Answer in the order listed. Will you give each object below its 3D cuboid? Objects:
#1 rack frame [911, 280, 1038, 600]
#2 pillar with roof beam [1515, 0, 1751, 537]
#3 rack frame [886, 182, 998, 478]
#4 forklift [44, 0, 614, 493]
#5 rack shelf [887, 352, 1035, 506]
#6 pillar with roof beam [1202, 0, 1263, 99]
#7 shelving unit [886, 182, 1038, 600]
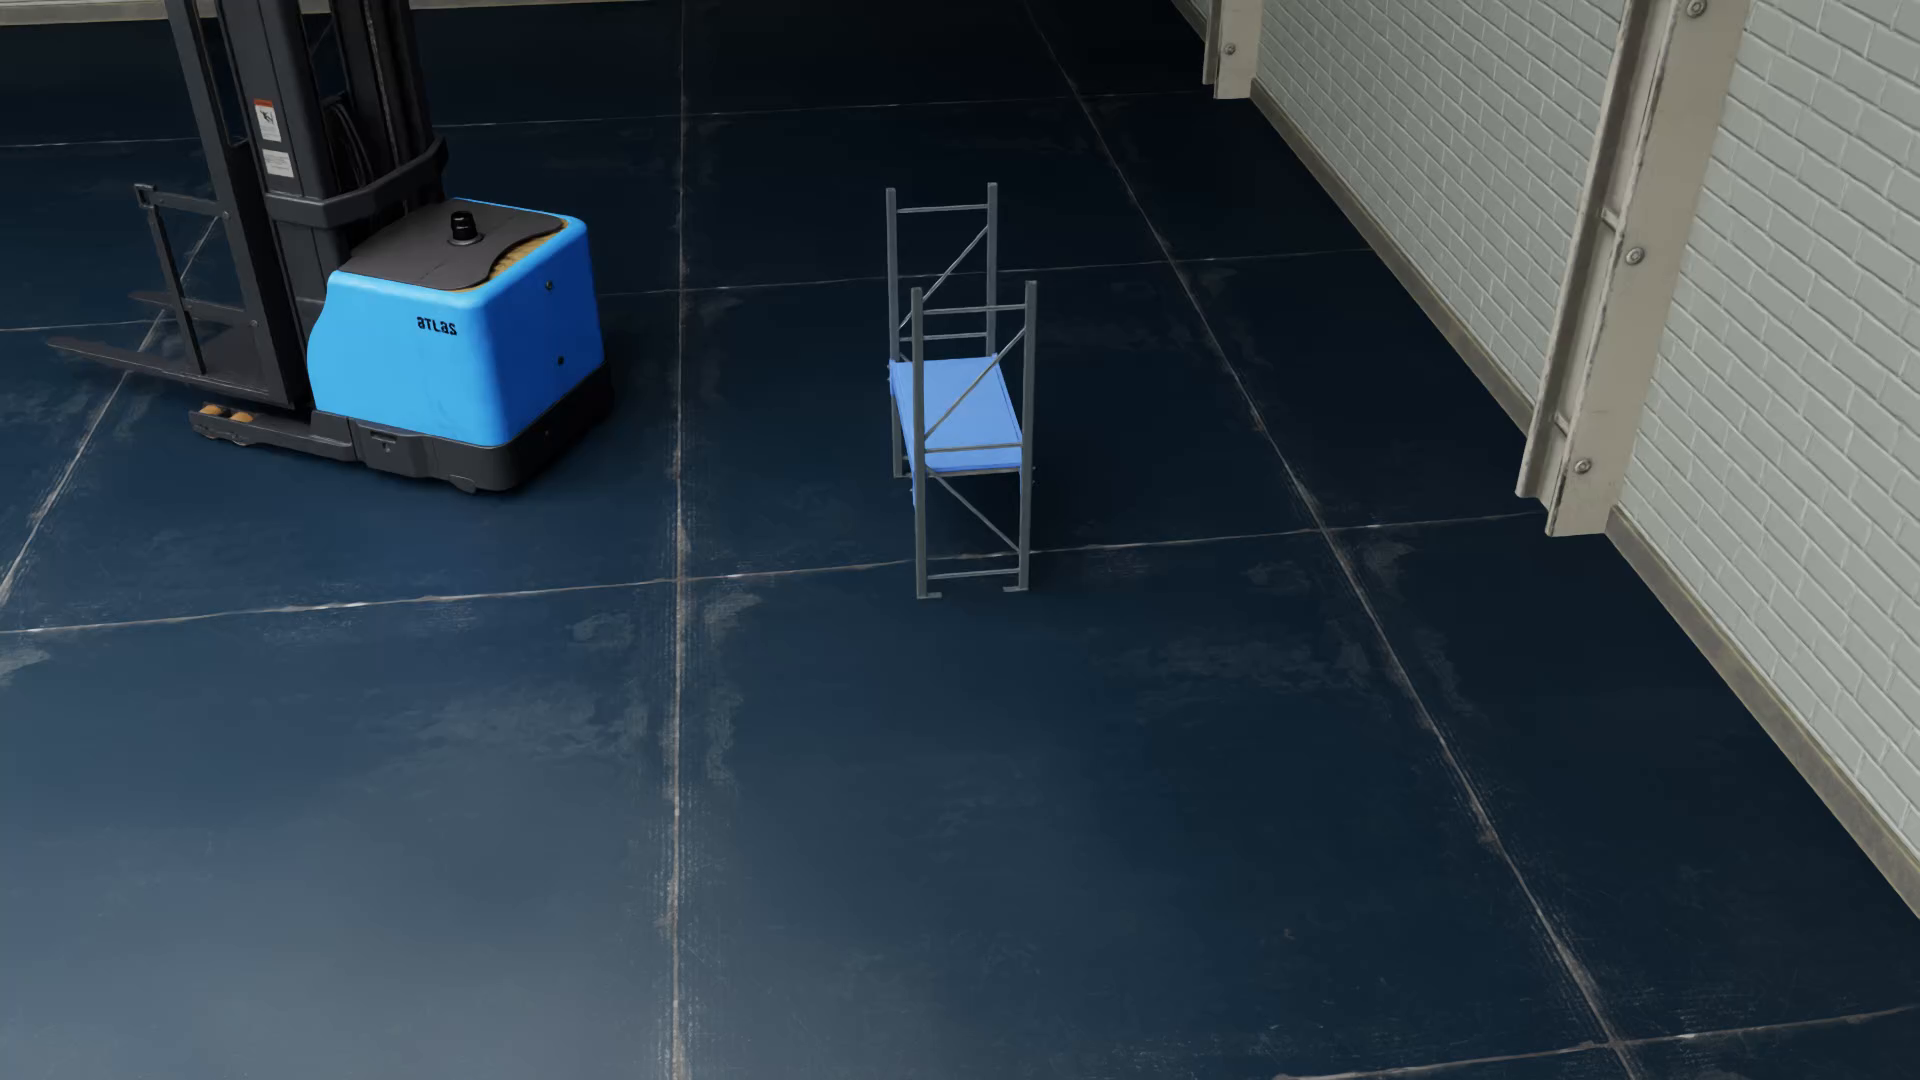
[{"bbox_3d":[0.057,-0.384,6.981,0.500,1.500,0.032,-4,35,-6],"label":"rack frame"},{"bbox_3d":[-1.387,-3.529,4.938,9.100,9.000,0.400,-4,35,-6],"label":"pillar with roof beam"},{"bbox_3d":[-0.080,-0.951,7.814,0.500,1.500,0.032,-4,35,-6],"label":"rack frame"},{"bbox_3d":[-3.383,-1.954,8.014,3.031,2.935,1.130,12,36,17],"label":"forklift"},{"bbox_3d":[-0.011,-0.519,7.499,0.538,0.185,1.000,-4,35,-6],"label":"rack shelf"},{"bbox_3d":[-2.194,-6.877,9.851,9.100,9.000,0.400,-4,35,-6],"label":"pillar with roof beam"},{"bbox_3d":[-0.011,-0.667,7.397,0.538,1.500,1.048,-4,35,-6],"label":"shelving unit"}]
